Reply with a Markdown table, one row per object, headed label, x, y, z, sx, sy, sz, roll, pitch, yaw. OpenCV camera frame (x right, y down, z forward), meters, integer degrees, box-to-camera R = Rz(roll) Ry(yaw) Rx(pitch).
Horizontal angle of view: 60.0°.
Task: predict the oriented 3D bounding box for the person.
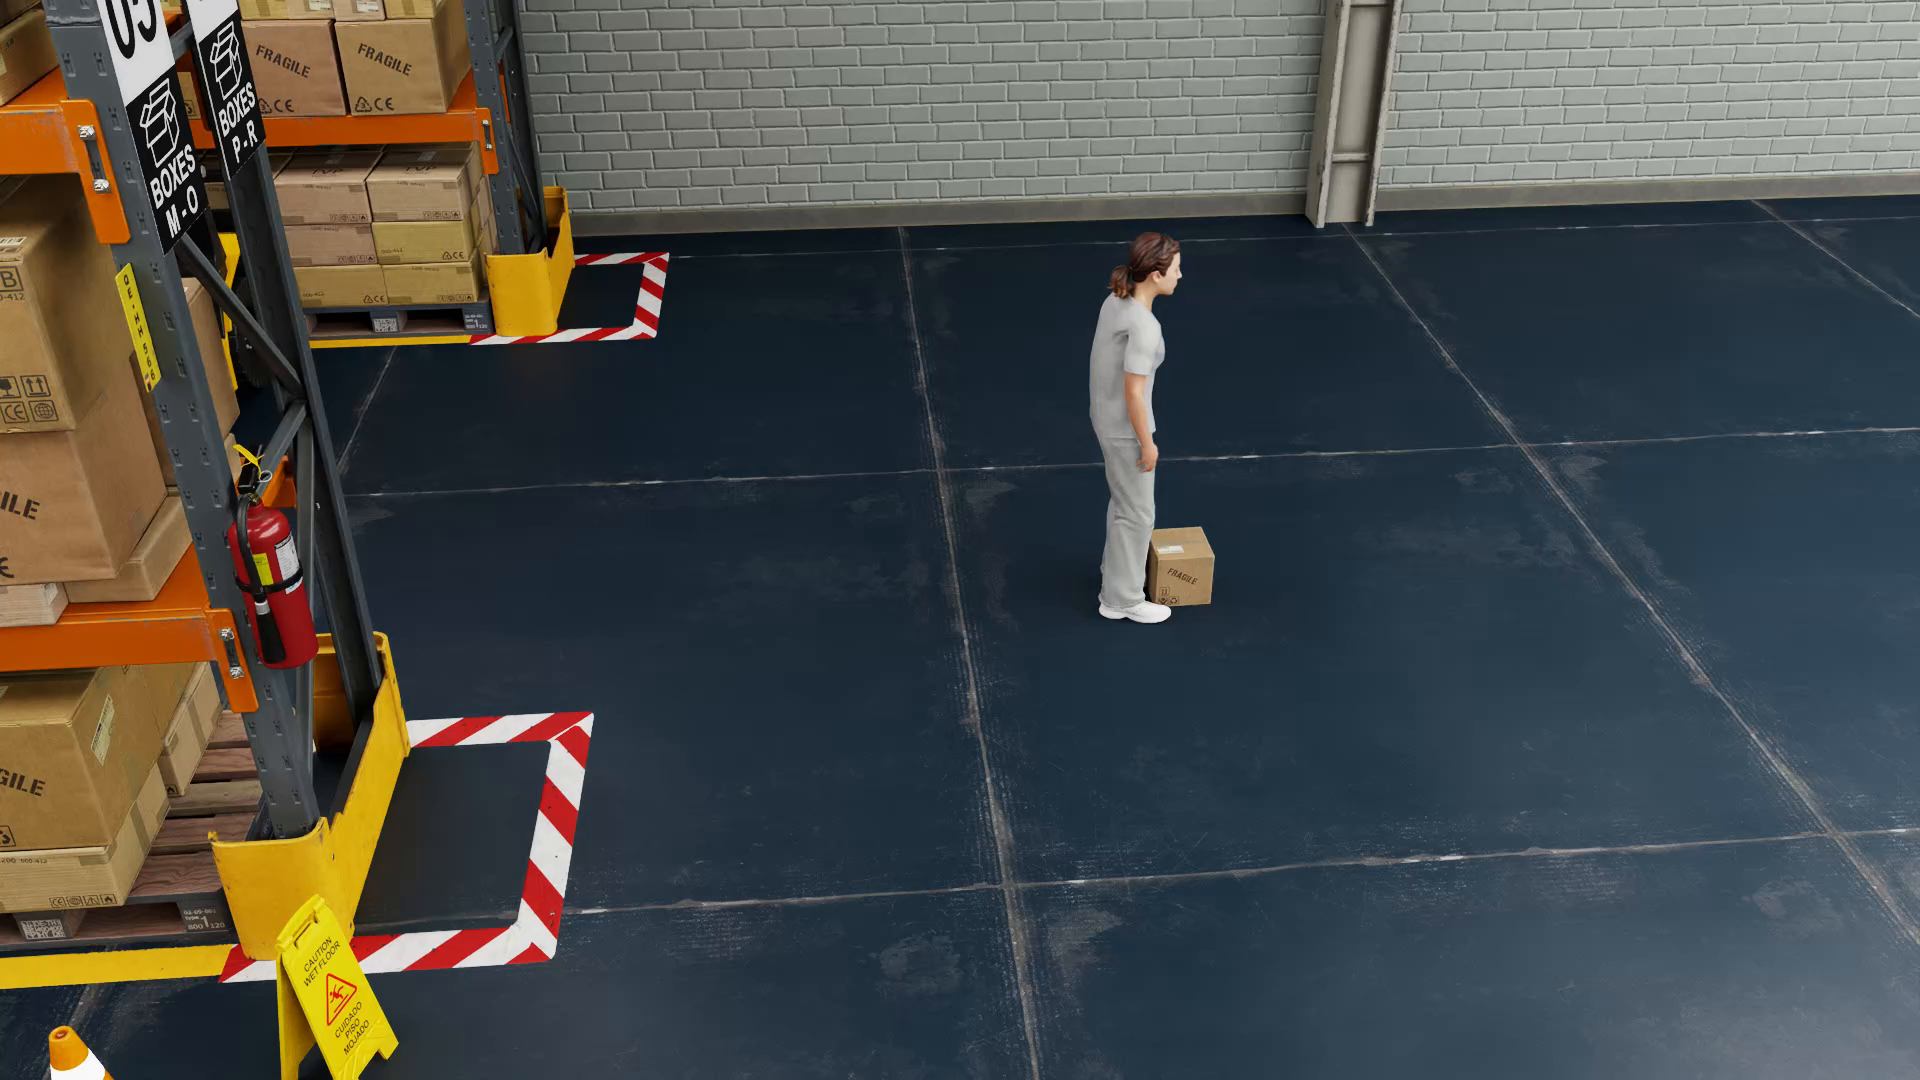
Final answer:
| label | x | y | z | sx | sy | sz | roll | pitch | yaw |
| --- | --- | --- | --- | --- | --- | --- | --- | --- | --- |
| person | 0.739 | -0.465 | 6.922 | 0.404 | 1.652 | 0.490 | -3 | 31 | -5 |
